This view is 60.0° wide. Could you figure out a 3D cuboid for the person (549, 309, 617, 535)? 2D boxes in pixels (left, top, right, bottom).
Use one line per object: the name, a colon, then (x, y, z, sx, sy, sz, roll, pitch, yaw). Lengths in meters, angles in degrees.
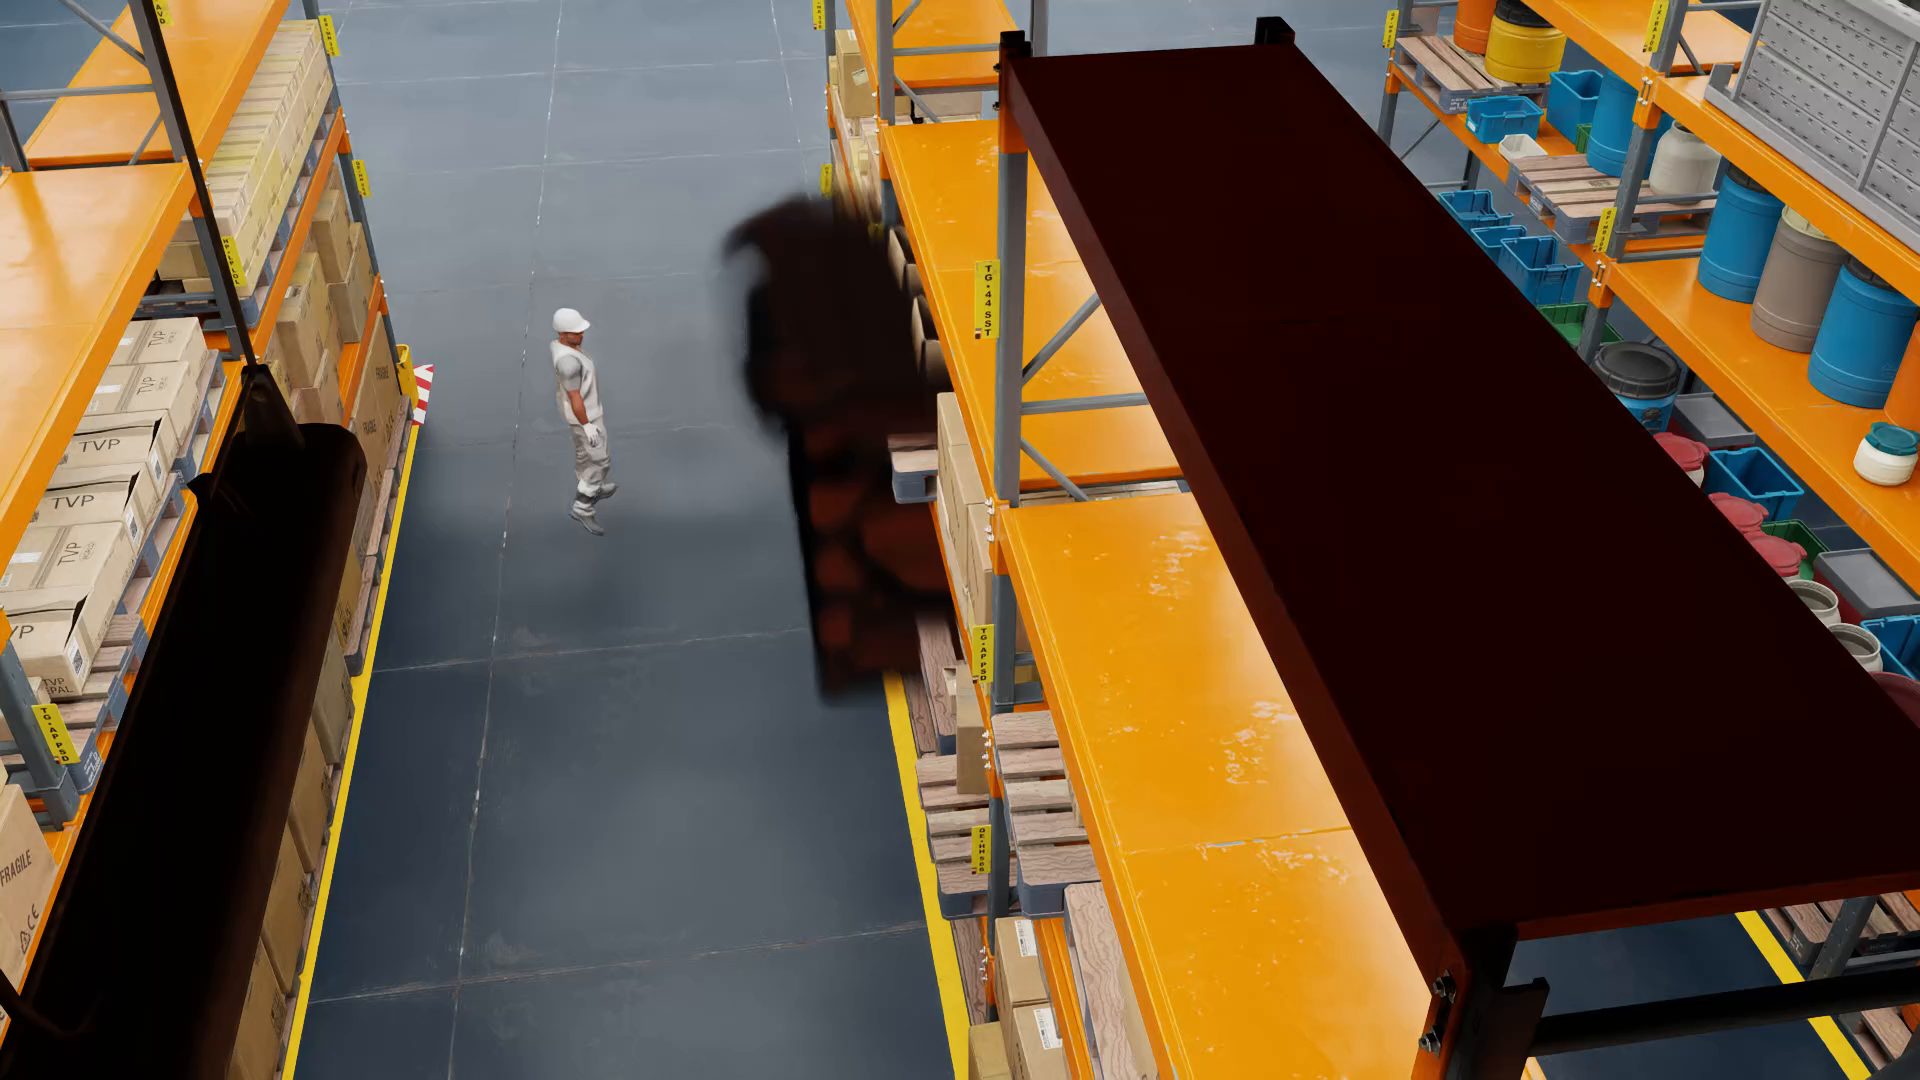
person: (-2.896, -0.938, 12.741, 0.477, 1.840, 0.623, -18, 40, -22)
